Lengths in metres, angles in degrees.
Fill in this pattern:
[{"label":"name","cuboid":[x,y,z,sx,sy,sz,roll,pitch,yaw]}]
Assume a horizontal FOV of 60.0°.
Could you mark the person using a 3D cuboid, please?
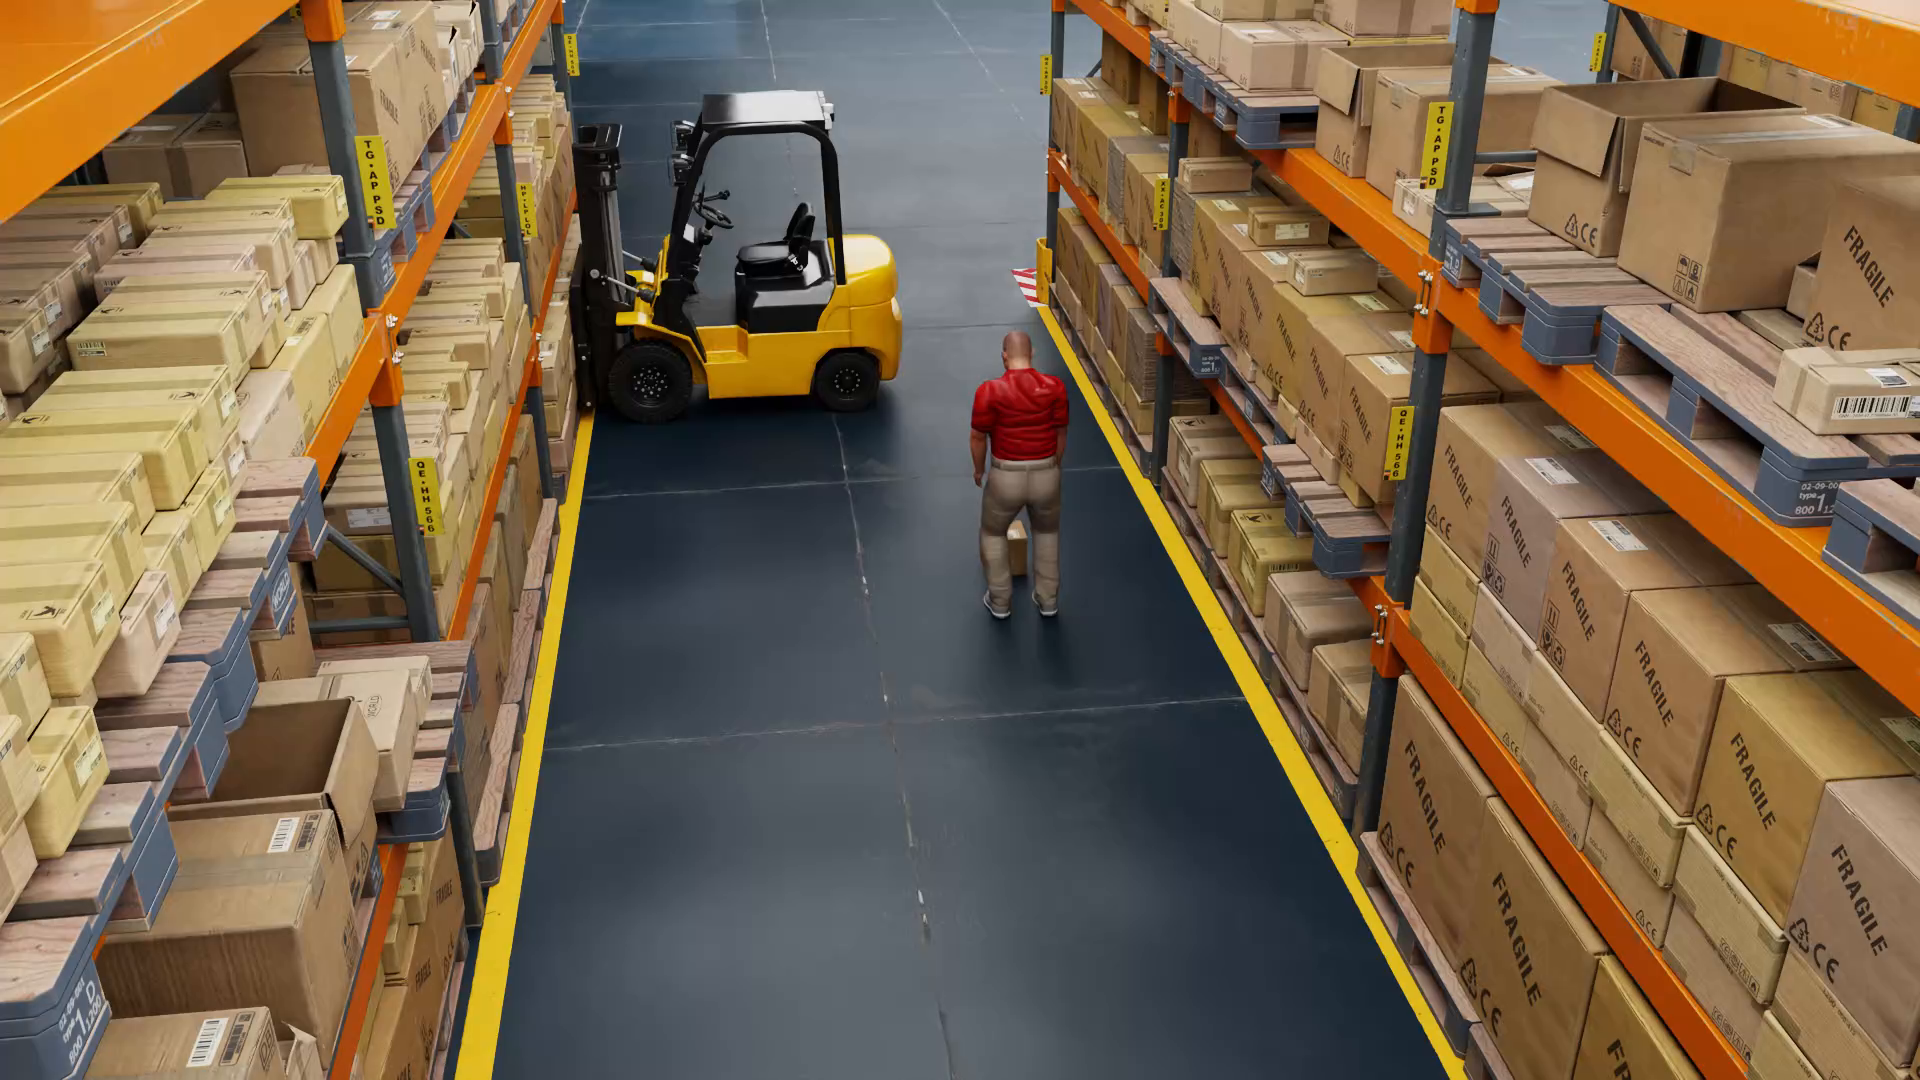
[{"label":"person","cuboid":[0.328,-0.345,9.377,0.554,1.684,0.415,-3,27,-6]}]
